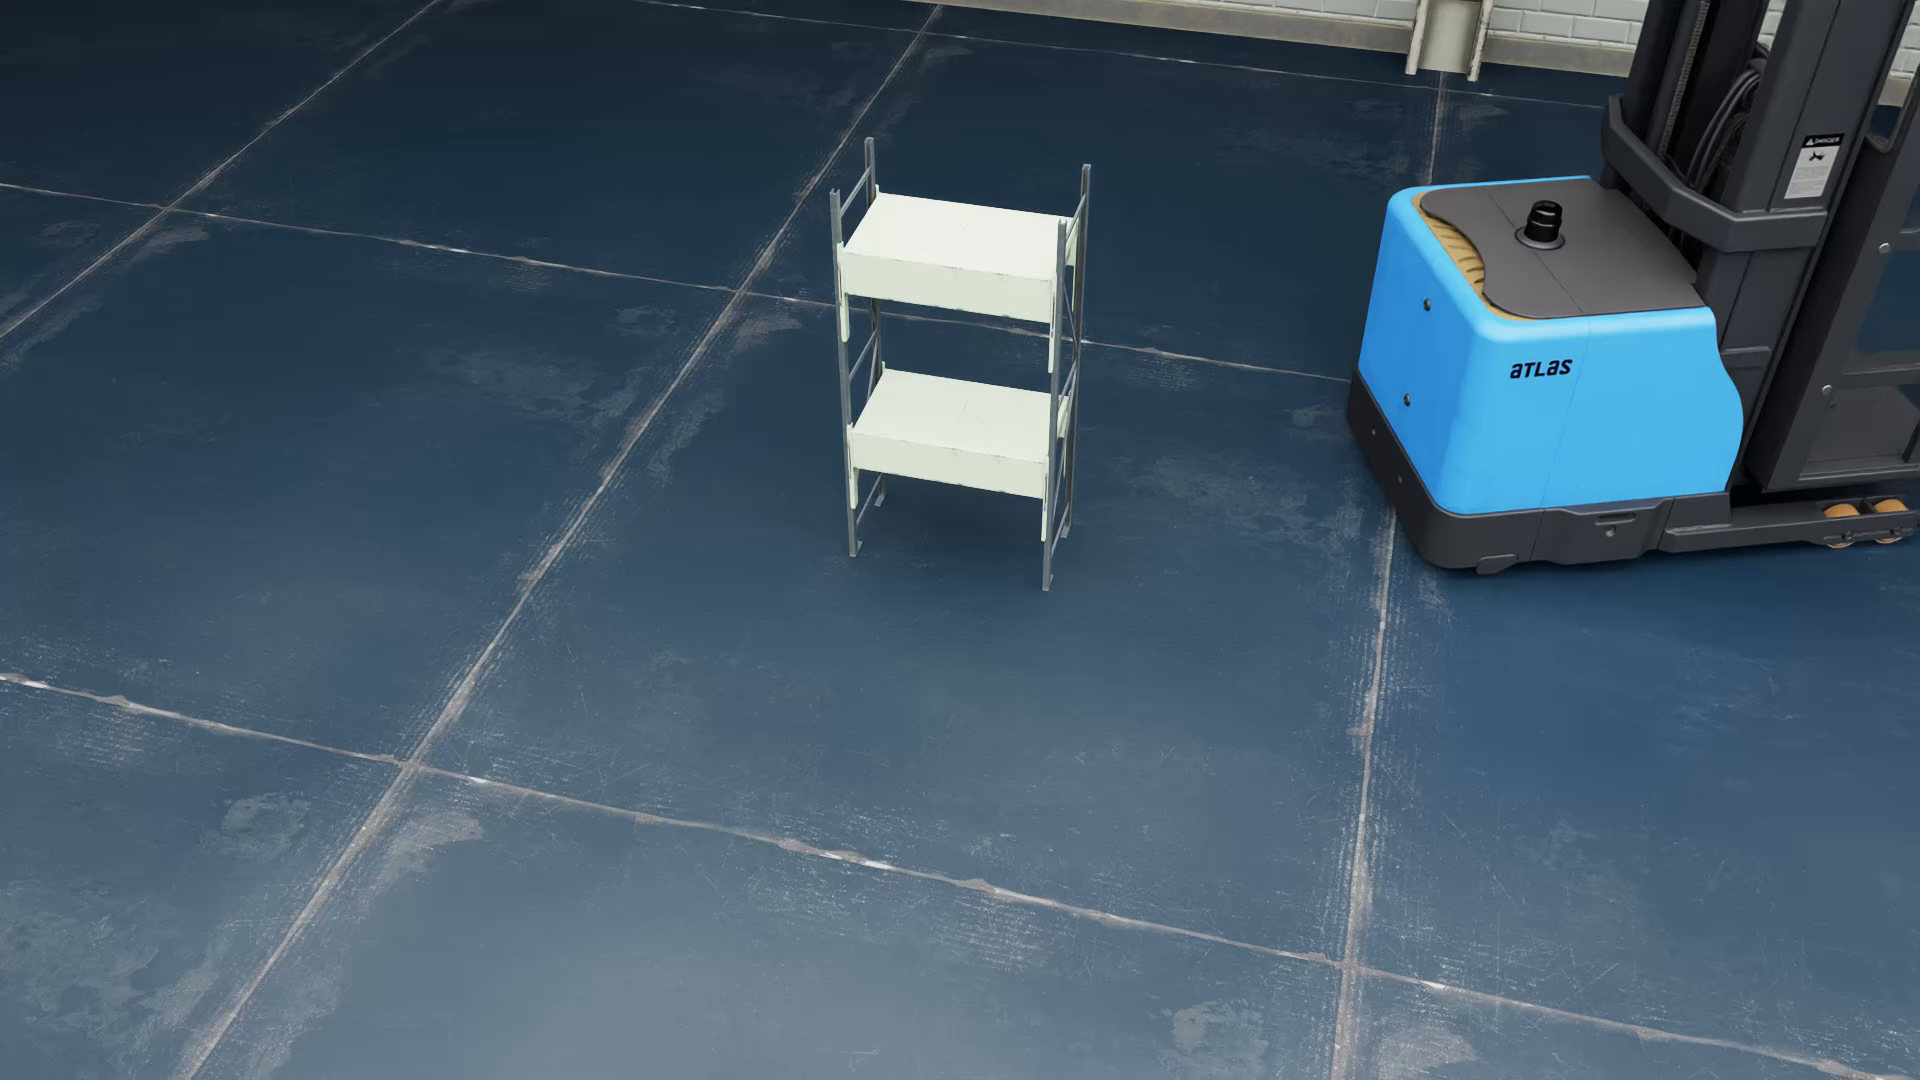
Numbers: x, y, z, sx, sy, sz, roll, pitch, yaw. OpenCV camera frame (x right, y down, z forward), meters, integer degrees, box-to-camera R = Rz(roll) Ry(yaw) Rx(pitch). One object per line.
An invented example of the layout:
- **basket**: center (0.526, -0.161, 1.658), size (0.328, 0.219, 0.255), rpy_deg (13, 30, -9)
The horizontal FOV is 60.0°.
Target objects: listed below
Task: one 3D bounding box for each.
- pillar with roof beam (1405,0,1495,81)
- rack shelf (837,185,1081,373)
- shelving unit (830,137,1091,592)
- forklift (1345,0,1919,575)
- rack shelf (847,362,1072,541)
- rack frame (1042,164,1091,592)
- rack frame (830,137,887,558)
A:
- **pillar with roof beam**: center (1.631, -3.467, 3.381), size (0.400, 9.000, 9.100), rpy_deg (10, 41, 11)
- **rack shelf**: center (0.006, -0.872, 5.515), size (0.720, 0.370, 0.431), rpy_deg (10, 41, 11)
- **shelving unit**: center (0.006, -0.573, 5.766), size (0.755, 1.500, 0.431), rpy_deg (10, 41, 11)
- **forklift**: center (3.120, -1.425, 5.668), size (3.031, 2.935, 1.130), rpy_deg (-5, 40, -6)
- **rack shelf**: center (0.006, -0.324, 5.976), size (0.720, 0.370, 0.431), rpy_deg (10, 41, 11)
- **rack frame**: center (0.360, -0.512, 5.694), size (0.023, 1.500, 0.400), rpy_deg (10, 41, 11)
- **rack frame**: center (-0.347, -0.634, 5.839), size (0.023, 1.500, 0.400), rpy_deg (10, 41, 11)
